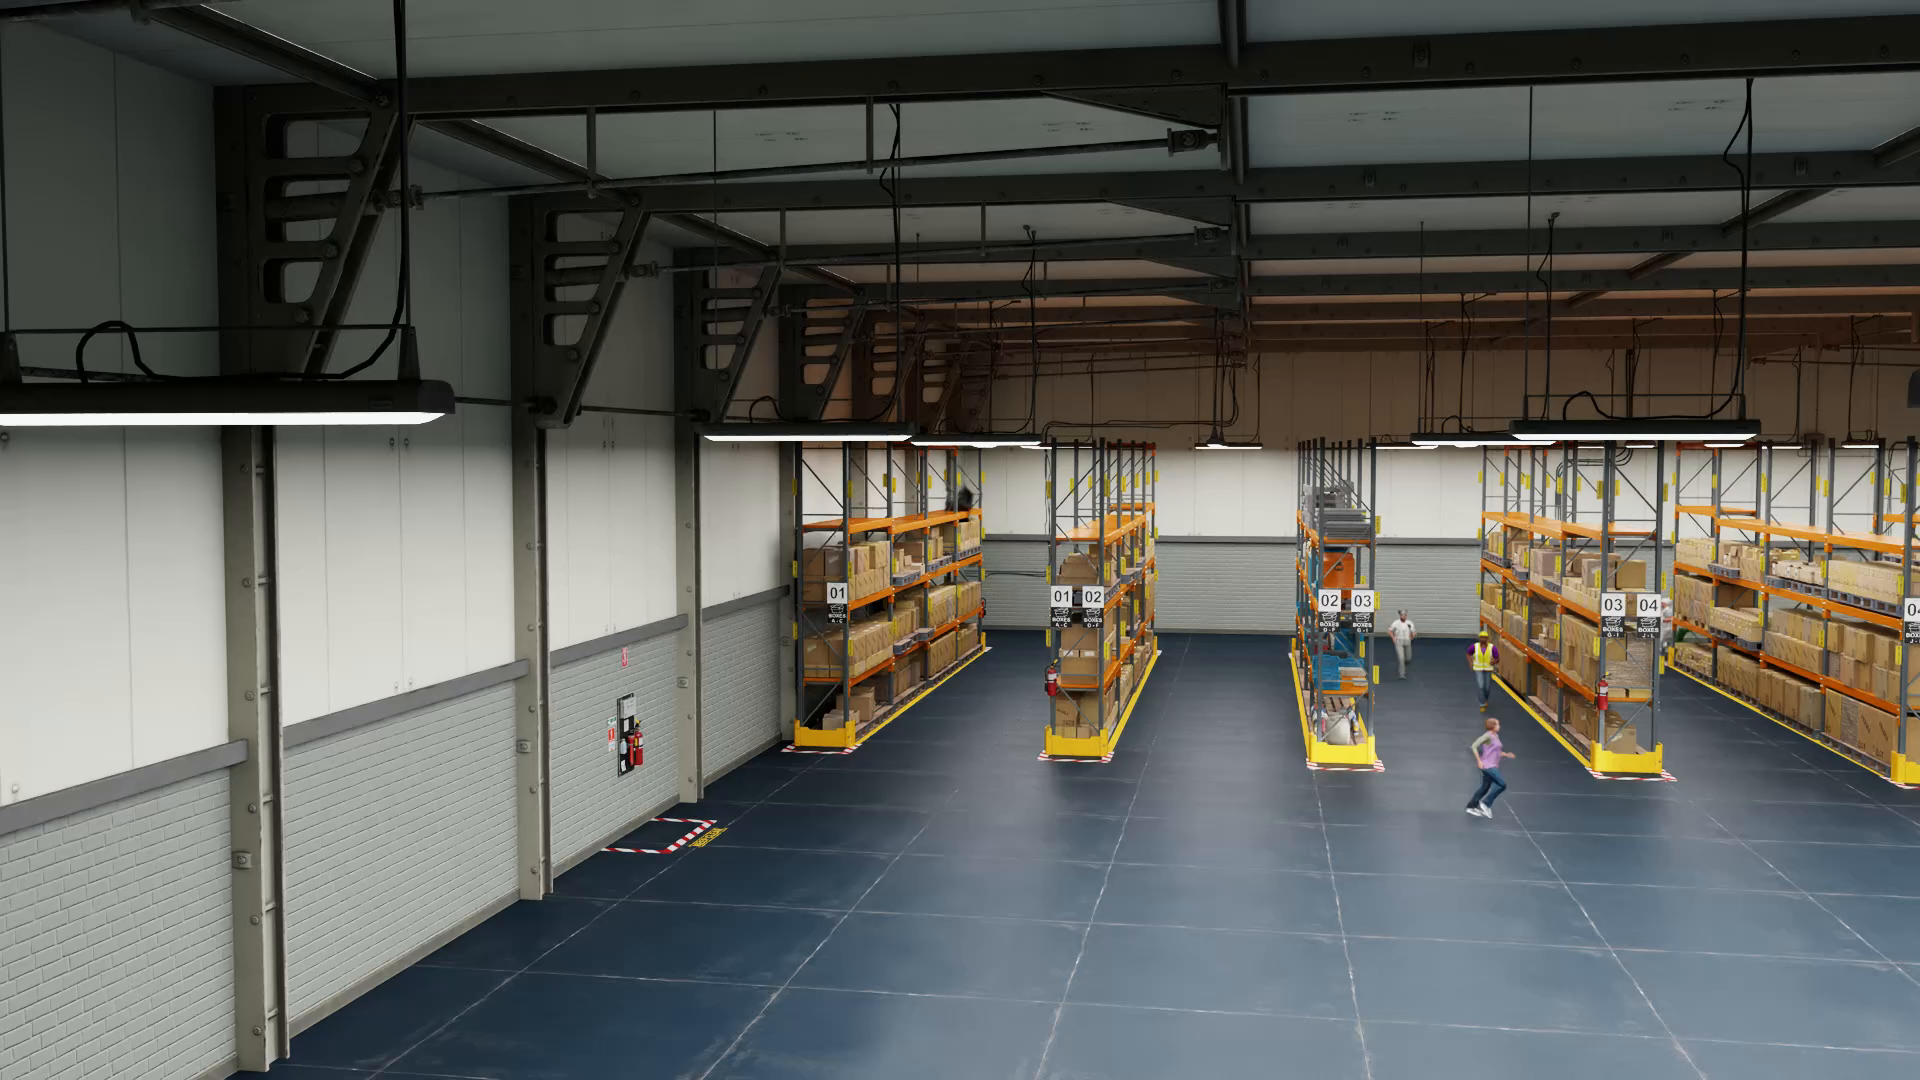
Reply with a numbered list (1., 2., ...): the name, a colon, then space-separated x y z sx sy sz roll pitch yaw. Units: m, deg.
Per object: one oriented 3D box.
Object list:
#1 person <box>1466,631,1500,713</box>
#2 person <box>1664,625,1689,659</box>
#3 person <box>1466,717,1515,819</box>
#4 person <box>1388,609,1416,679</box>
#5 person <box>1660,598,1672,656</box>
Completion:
1. person: 11.559 2.893 36.745 0.701 1.769 0.827 1 3 12
2. person: 19.853 2.441 45.755 0.872 1.727 0.672 1 3 13
3. person: 8.262 3.548 25.899 0.731 1.578 0.500 2 3 30
4. person: 11.224 2.618 42.191 0.672 1.741 0.779 0 3 2
5. person: 19.365 2.440 45.860 0.695 1.714 0.919 0 3 9
